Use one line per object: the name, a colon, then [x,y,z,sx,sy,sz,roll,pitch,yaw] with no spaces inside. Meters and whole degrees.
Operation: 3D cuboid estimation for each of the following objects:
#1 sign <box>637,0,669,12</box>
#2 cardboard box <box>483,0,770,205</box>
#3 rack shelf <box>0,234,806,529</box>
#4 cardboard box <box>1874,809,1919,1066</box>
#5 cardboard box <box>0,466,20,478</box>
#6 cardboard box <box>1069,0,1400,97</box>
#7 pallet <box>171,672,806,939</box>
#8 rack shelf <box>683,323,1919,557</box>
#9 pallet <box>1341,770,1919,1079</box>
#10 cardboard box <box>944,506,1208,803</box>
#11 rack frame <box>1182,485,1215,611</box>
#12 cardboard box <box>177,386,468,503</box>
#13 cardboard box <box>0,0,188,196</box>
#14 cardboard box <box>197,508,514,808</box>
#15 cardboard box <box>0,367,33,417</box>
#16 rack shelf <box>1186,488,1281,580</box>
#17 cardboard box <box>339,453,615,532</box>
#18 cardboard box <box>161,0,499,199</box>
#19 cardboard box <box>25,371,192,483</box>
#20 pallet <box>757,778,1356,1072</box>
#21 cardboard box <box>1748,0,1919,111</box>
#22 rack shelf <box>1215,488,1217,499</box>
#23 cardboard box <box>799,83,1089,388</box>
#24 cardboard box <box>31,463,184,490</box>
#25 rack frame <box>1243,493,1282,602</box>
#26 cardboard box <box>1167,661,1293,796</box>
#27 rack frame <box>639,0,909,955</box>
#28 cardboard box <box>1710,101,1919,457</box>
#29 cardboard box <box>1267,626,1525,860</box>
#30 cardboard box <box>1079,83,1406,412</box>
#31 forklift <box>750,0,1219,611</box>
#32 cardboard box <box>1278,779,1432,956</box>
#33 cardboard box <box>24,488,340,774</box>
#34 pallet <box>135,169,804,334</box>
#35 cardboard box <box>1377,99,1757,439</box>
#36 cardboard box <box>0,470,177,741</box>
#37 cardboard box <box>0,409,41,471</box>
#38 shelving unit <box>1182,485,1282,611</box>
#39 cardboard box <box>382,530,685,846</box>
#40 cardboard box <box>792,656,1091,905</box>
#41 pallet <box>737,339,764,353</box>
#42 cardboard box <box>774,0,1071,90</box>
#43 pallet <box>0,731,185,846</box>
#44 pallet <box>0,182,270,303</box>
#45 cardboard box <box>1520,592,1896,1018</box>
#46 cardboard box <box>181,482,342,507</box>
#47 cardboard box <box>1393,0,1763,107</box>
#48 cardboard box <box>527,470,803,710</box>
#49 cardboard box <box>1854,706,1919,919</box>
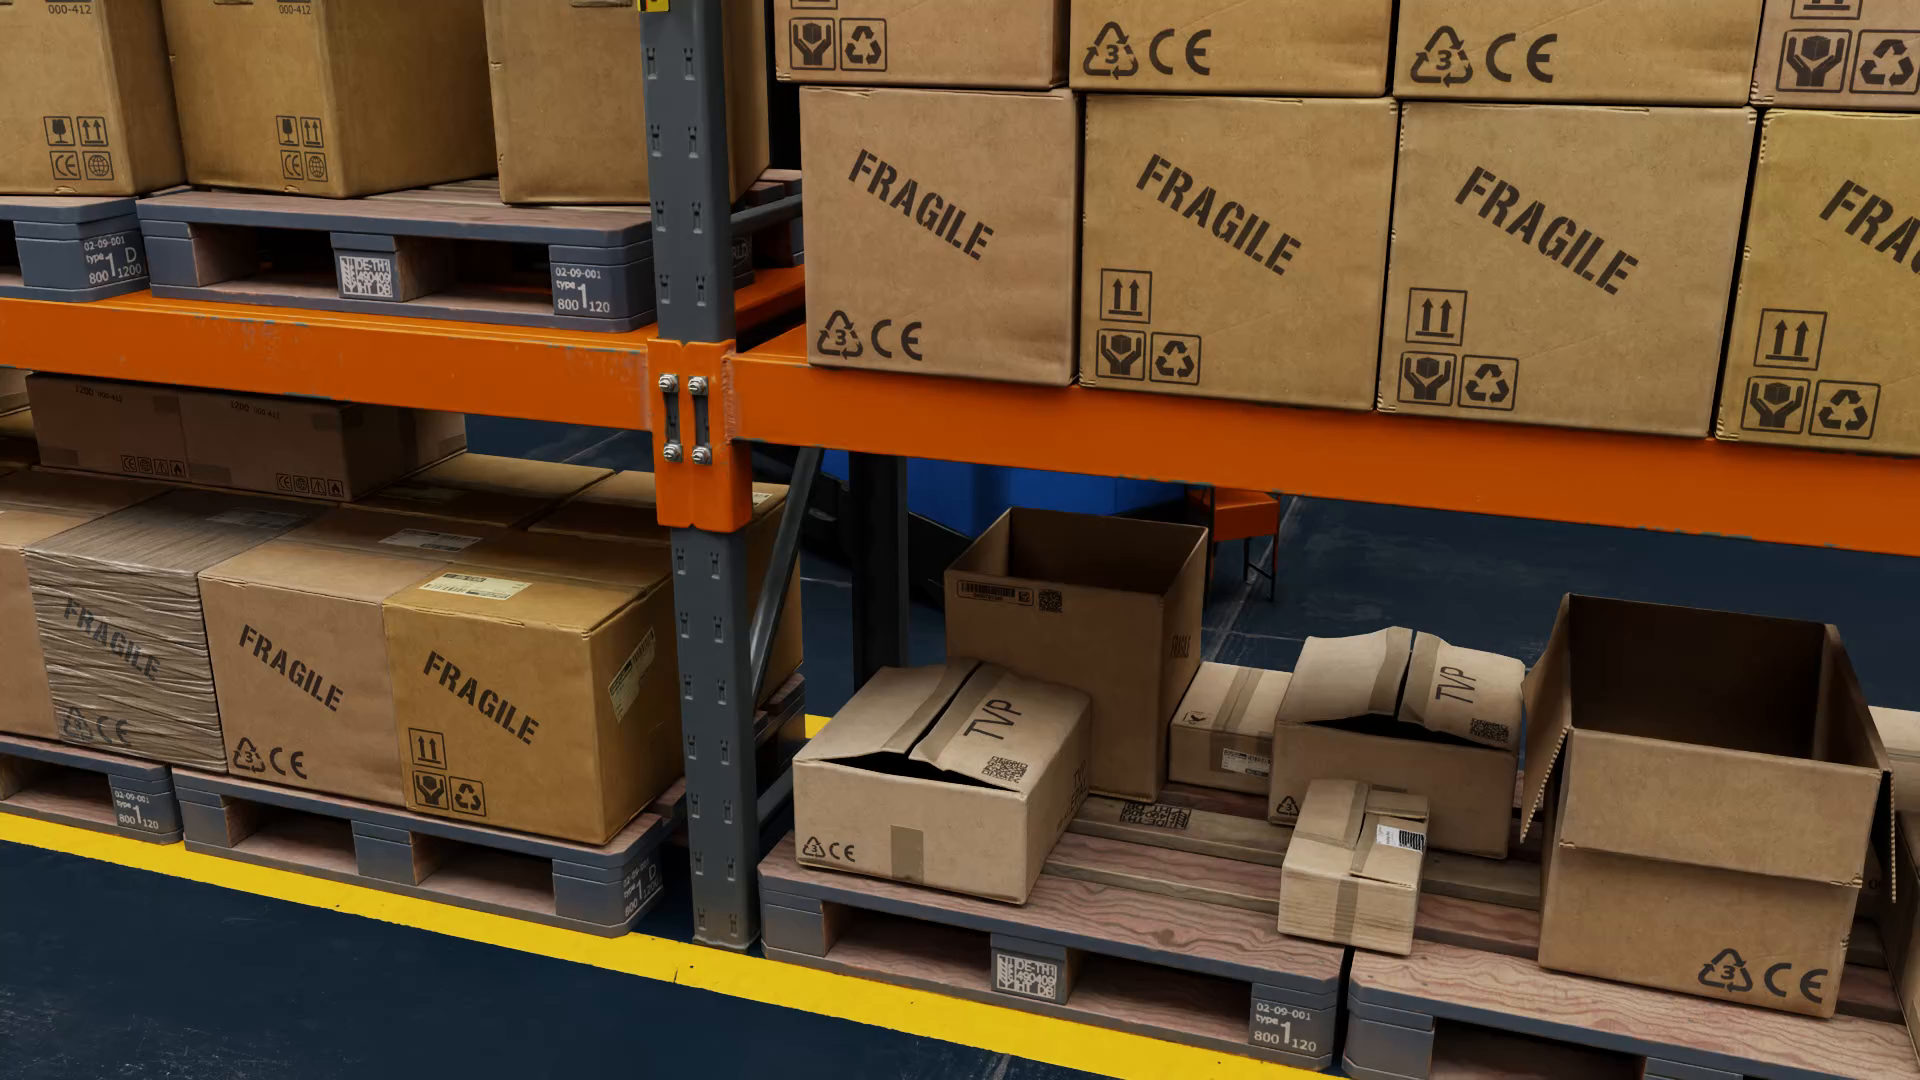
sign: [-0.530,-1.068,2.825,0.005,0.325,0.100,7,20,18]
cardboard box: [-0.726,-1.061,3.773,0.500,0.500,0.700,0,19,0]
rack shelf: [-2.241,-0.571,4.250,4.000,0.370,1.077,7,20,18]
cardboard box: [1.945,0.734,2.922,0.500,0.250,0.500,7,20,18]
cardboard box: [-2.825,0.094,4.377,0.500,0.500,0.500,6,20,17]
cardboard box: [0.489,-1.020,2.774,0.500,0.500,0.500,6,20,16]
pallet: [-1.132,0.546,4.189,1.213,0.211,1.003,7,20,18]
rack shelf: [1.538,-0.139,3.010,4.000,0.370,1.077,7,20,18]
pallet: [1.453,0.828,3.381,1.213,0.211,1.003,7,20,18]
cardboard box: [0.280,0.251,3.927,0.500,0.500,0.500,7,20,18]
rack frame: [0.773,-0.295,5.329,0.008,1.050,0.200,-7,20,-19]
cardboard box: [-1.673,-0.312,4.405,0.500,0.250,0.500,7,20,18]
cardboard box: [-2.041,-1.112,3.919,0.500,0.500,0.700,1,19,4]
cardboard box: [-1.376,0.258,3.909,0.500,0.500,0.500,7,20,18]
cardboard box: [-3.115,-0.475,4.873,0.500,0.250,0.500,7,21,20]
rack shelf: [0.888,-0.037,5.464,0.240,0.259,0.215,-7,20,-19]
cardboard box: [-1.236,0.096,4.373,0.500,0.500,0.500,7,20,19]
cardboard box: [-1.396,-1.115,3.929,0.500,0.500,0.700,10,22,27]
cardboard box: [-2.147,-0.366,4.560,0.500,0.250,0.500,6,20,17]
pallet: [0.297,0.697,3.757,1.213,0.211,1.003,7,20,18]
cardboard box: [1.462,-0.909,2.455,0.500,0.500,0.500,7,20,20]
rack shelf: [0.888,-0.299,5.372,0.240,0.259,0.215,-7,20,-19]
cardboard box: [0.040,-0.602,3.094,0.500,0.500,0.500,7,20,19]
cardboard box: [-2.183,-0.015,4.692,0.500,0.500,0.500,6,20,16]
rack frame: [1.002,-0.323,5.408,0.008,1.050,0.200,-7,20,-19]
cardboard box: [0.654,0.439,3.922,0.250,0.149,0.380,7,20,18]
rack frame: [-0.352,-0.695,3.512,0.127,3.000,1.000,7,20,18]
cardboard box: [1.478,-0.439,2.625,0.500,0.500,0.500,6,20,17]
cardboard box: [0.988,0.422,3.726,0.500,0.311,0.500,7,20,18]
cardboard box: [0.525,-0.548,2.939,0.500,0.500,0.500,7,20,19]
forklift: [-0.378,-1.573,6.137,1.130,2.935,3.031,-13,23,-33]
cardboard box: [0.794,0.638,3.324,0.250,0.166,0.380,7,20,18]
cardboard box: [-1.850,0.203,4.065,0.500,0.500,0.500,7,20,19]
pallet: [-1.071,-0.724,3.888,1.213,0.211,1.003,7,20,18]
cardboard box: [0.997,-0.493,2.782,0.500,0.500,0.500,6,20,18]
cardboard box: [-2.331,0.149,4.220,0.500,0.500,0.500,6,20,16]
cardboard box: [-2.681,-0.070,4.849,0.500,0.500,0.500,6,20,16]
shelving unit: [0.888,-0.309,5.369,0.252,1.050,0.215,-7,20,-19]
cardboard box: [-0.912,0.314,3.748,0.500,0.500,0.500,6,20,18]
cardboard box: [-0.026,0.480,3.559,0.500,0.311,0.500,7,20,18]
pallet: [-0.639,-1.110,8.939,1.213,0.211,1.003,7,20,18]
cardboard box: [0.001,-1.076,2.934,0.500,0.500,0.500,7,20,19]
pallet: [-2.289,0.415,4.566,1.213,0.211,1.003,7,20,18]
pallet: [-2.292,-0.827,4.184,1.213,0.211,1.003,7,20,18]
cardboard box: [1.425,0.478,3.273,0.637,0.503,0.797,7,20,18]
cardboard box: [-1.706,0.039,4.535,0.500,0.500,0.500,7,20,19]
cardboard box: [0.974,-0.964,2.615,0.500,0.500,0.500,6,20,16]
cardboard box: [-0.729,0.150,4.218,0.500,0.500,0.500,6,20,16]
cardboard box: [2.062,0.573,3.384,0.500,0.250,0.500,7,20,18]
